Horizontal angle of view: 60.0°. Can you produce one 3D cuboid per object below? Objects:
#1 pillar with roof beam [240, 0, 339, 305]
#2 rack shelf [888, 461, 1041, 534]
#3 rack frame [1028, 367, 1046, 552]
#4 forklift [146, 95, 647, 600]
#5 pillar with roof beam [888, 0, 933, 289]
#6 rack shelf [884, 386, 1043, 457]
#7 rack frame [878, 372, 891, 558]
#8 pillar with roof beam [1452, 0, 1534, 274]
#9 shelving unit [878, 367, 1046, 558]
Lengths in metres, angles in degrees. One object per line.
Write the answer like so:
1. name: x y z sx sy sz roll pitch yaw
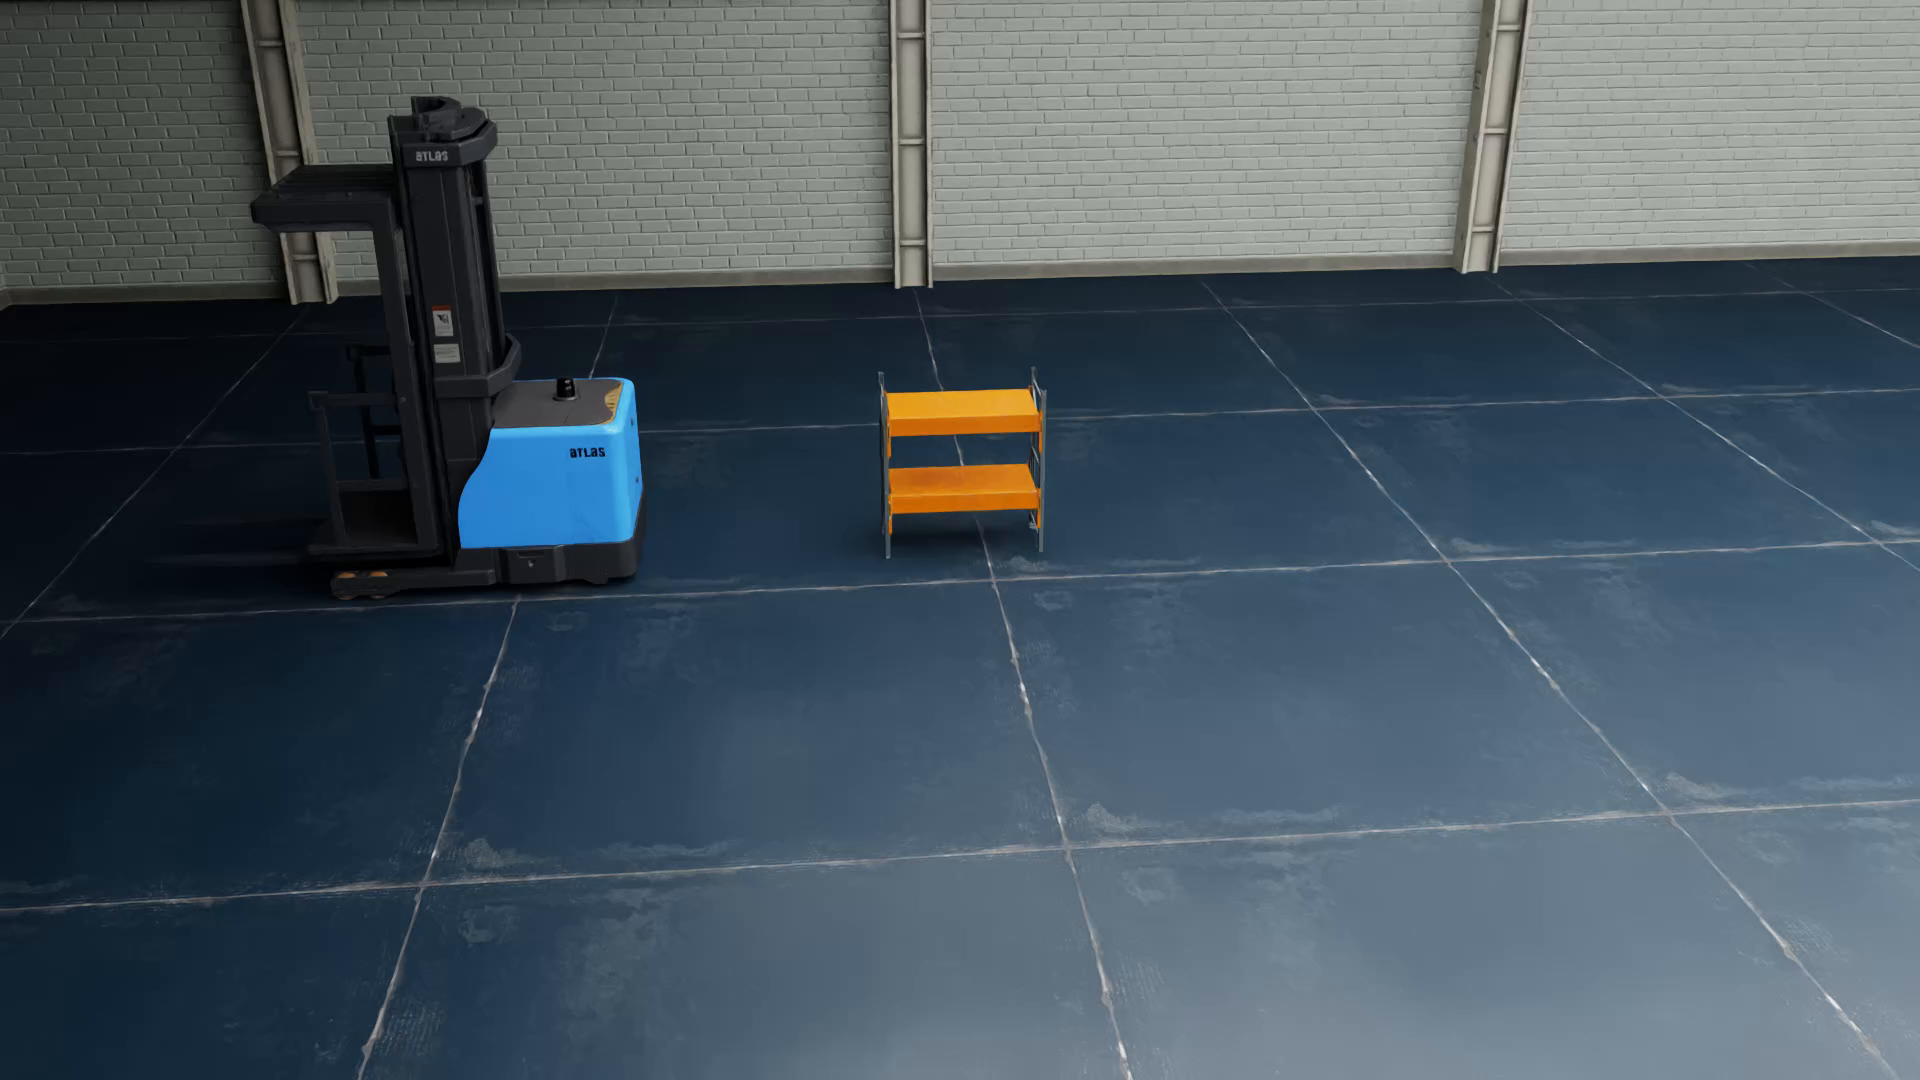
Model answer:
1. pillar with roof beam: -6.036 -4.776 10.916 0.400 9.000 9.100 -2 24 -5
2. rack shelf: 0.007 -0.291 11.121 1.000 0.278 0.538 -2 24 -5
3. rack frame: 0.513 -0.535 11.068 0.032 1.125 0.500 -2 24 -5
4. forklift: -3.612 -1.190 10.320 3.031 2.935 1.130 -2 24 -5
5. pillar with roof beam: -0.065 -5.016 11.455 0.400 9.000 9.100 -2 24 -5
6. rack shelf: 0.007 -0.782 10.903 1.000 0.278 0.538 -2 24 -5
7. rack frame: -0.499 -0.494 10.976 0.032 1.125 0.500 -2 24 -5
8. pillar with roof beam: 5.906 -5.255 11.994 0.400 9.000 9.100 -2 24 -5
9. shelving unit: 0.007 -0.514 11.022 1.048 1.125 0.538 -2 24 -5
